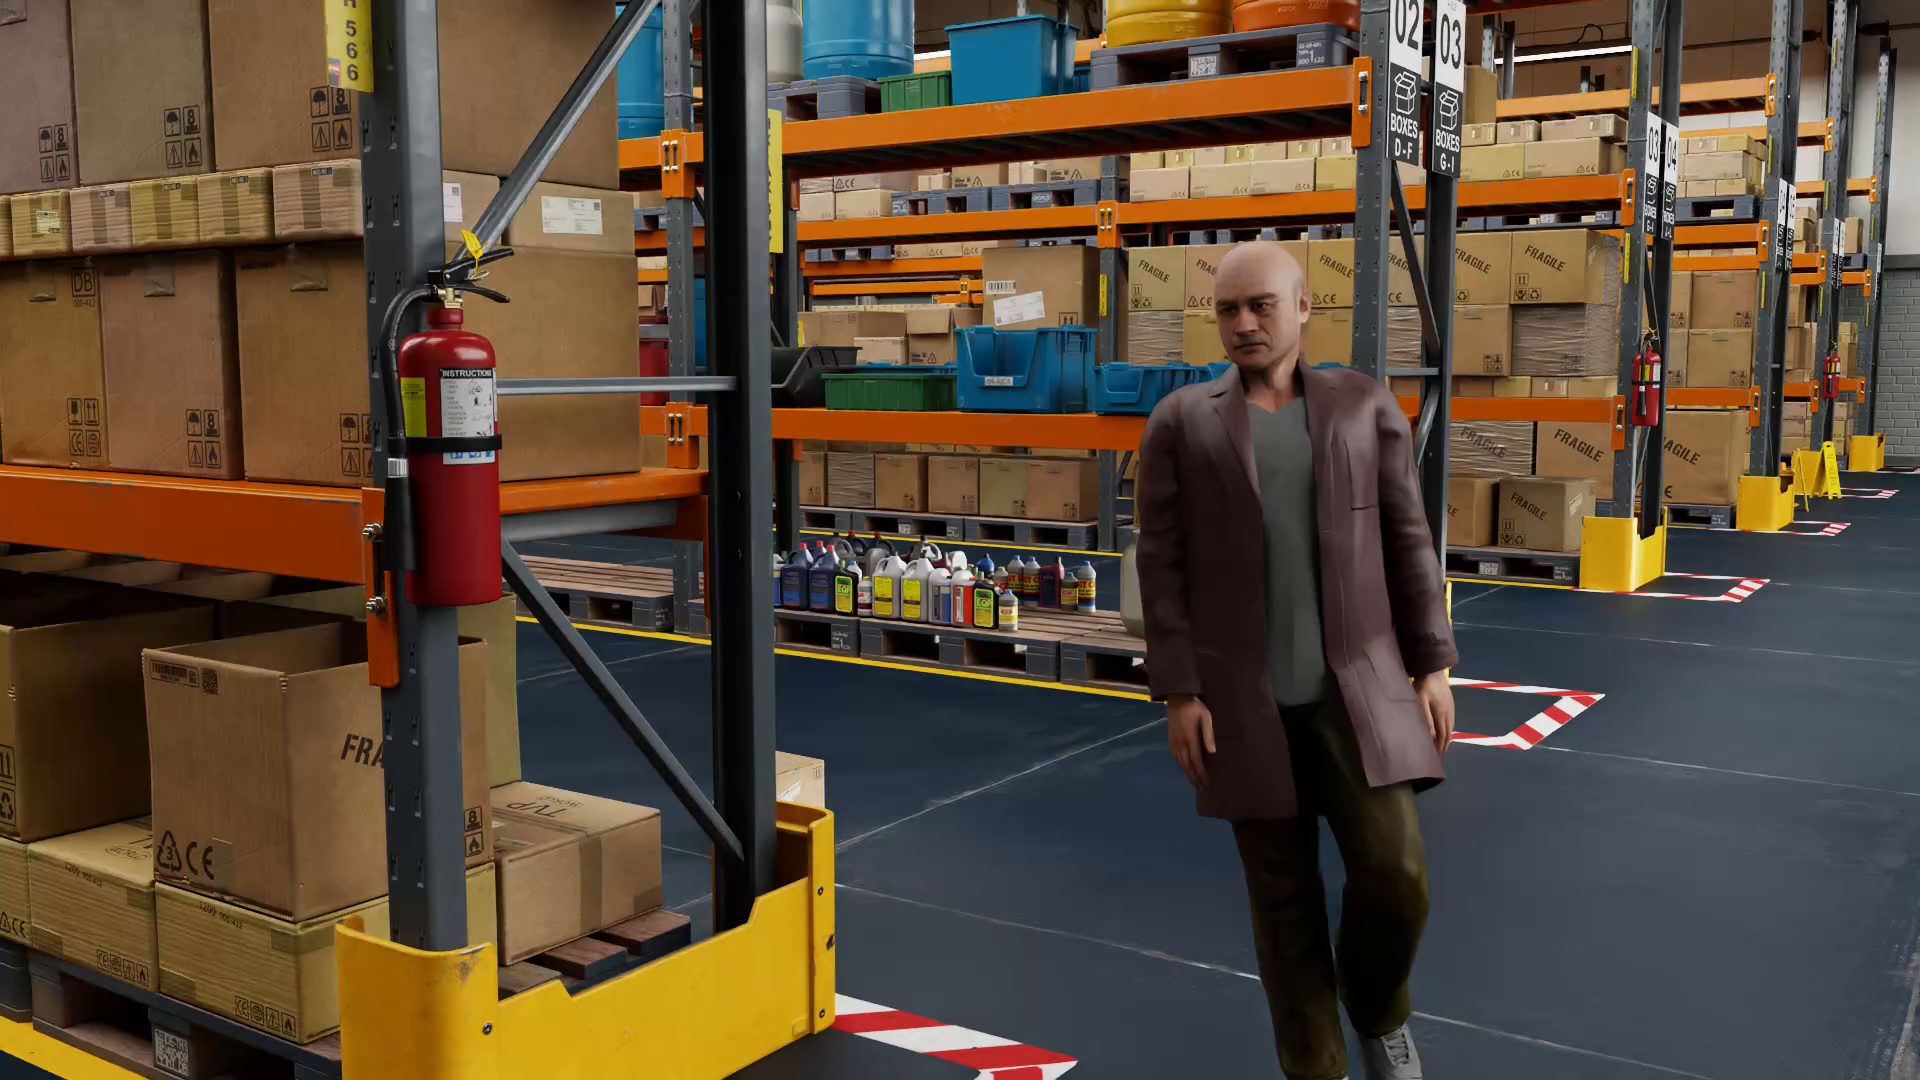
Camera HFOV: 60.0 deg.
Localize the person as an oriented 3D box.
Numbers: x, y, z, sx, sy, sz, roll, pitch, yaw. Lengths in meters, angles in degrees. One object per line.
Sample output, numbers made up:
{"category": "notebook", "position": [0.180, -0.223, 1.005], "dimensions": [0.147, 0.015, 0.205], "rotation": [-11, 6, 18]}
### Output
{"category": "person", "position": [0.667, 0.302, 3.262], "dimensions": [0.645, 1.763, 0.503], "rotation": [0, 6, 4]}
